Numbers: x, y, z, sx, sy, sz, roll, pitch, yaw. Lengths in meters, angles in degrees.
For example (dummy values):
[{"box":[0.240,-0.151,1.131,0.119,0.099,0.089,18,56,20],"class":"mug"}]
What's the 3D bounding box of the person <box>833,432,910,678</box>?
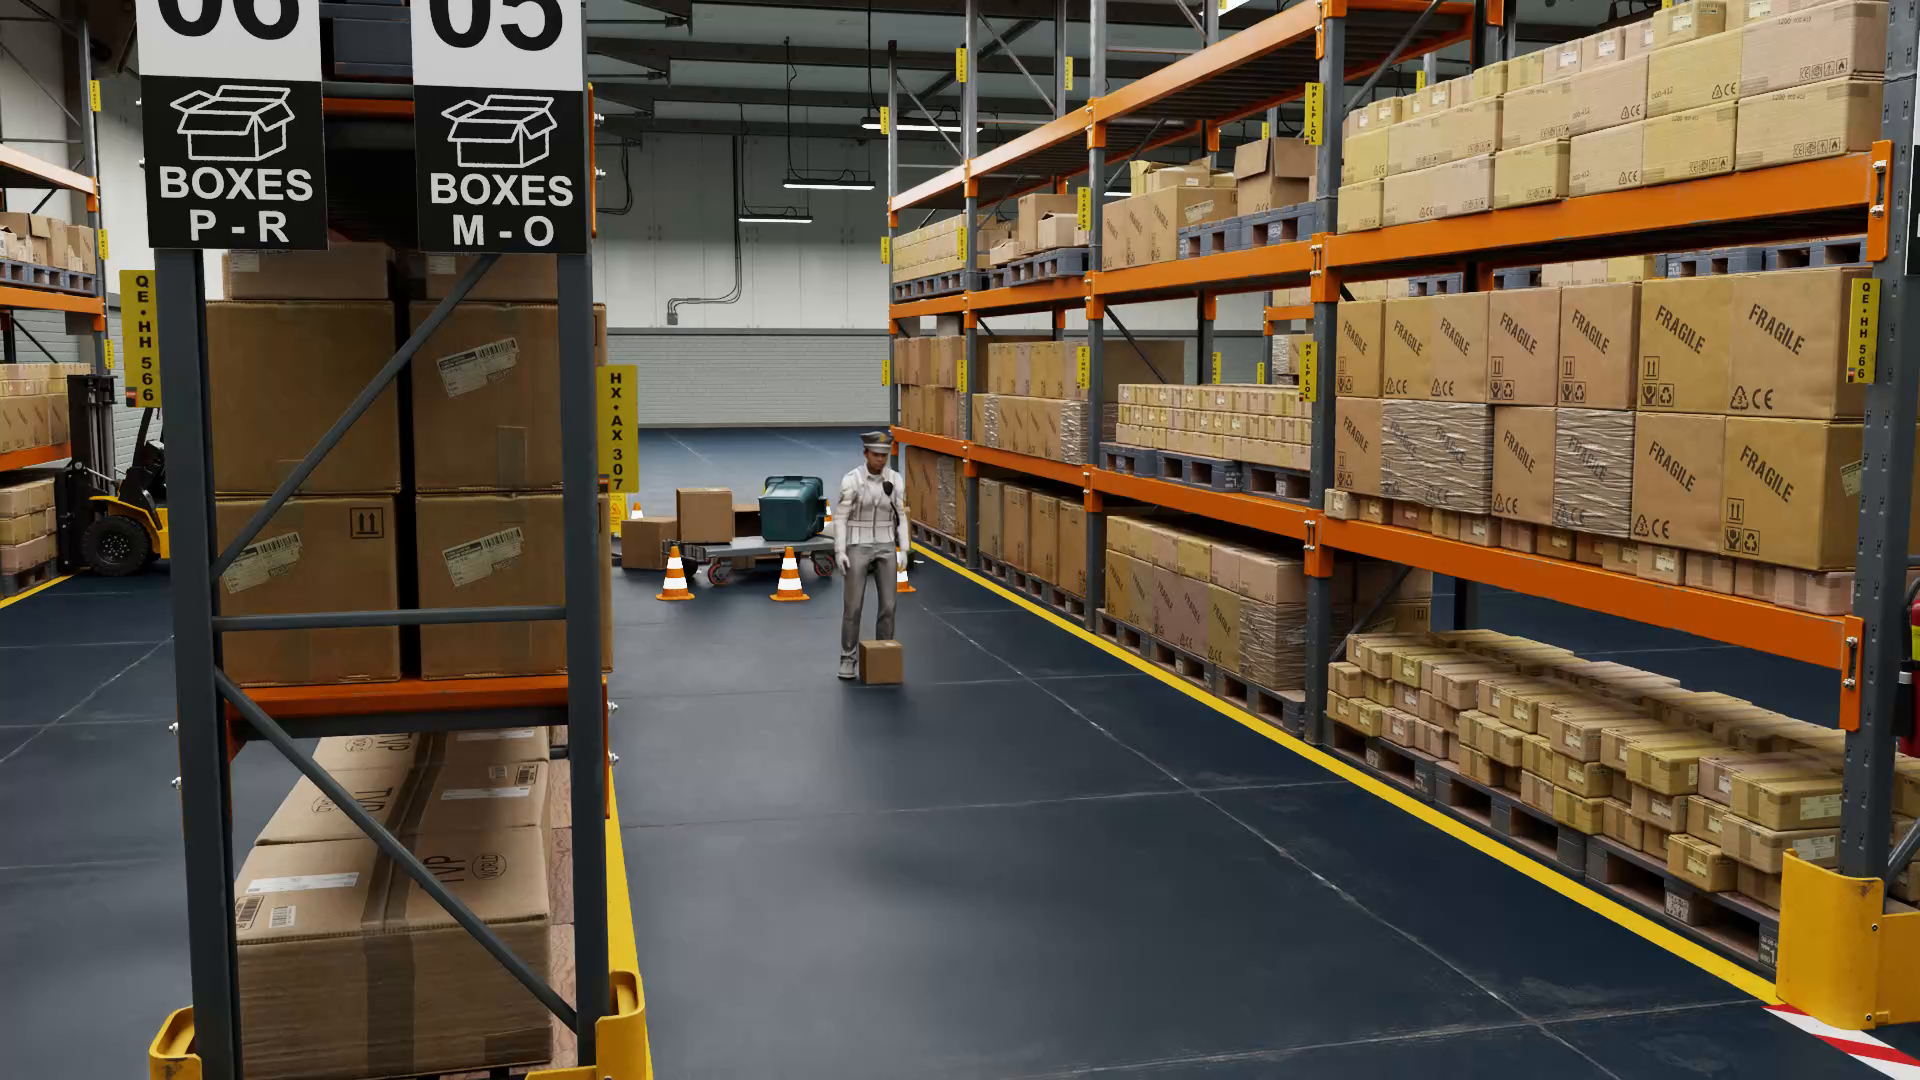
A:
[{"box":[-0.604,0.093,11.321,0.516,1.661,0.375,-2,6,-16],"class":"person"}]
